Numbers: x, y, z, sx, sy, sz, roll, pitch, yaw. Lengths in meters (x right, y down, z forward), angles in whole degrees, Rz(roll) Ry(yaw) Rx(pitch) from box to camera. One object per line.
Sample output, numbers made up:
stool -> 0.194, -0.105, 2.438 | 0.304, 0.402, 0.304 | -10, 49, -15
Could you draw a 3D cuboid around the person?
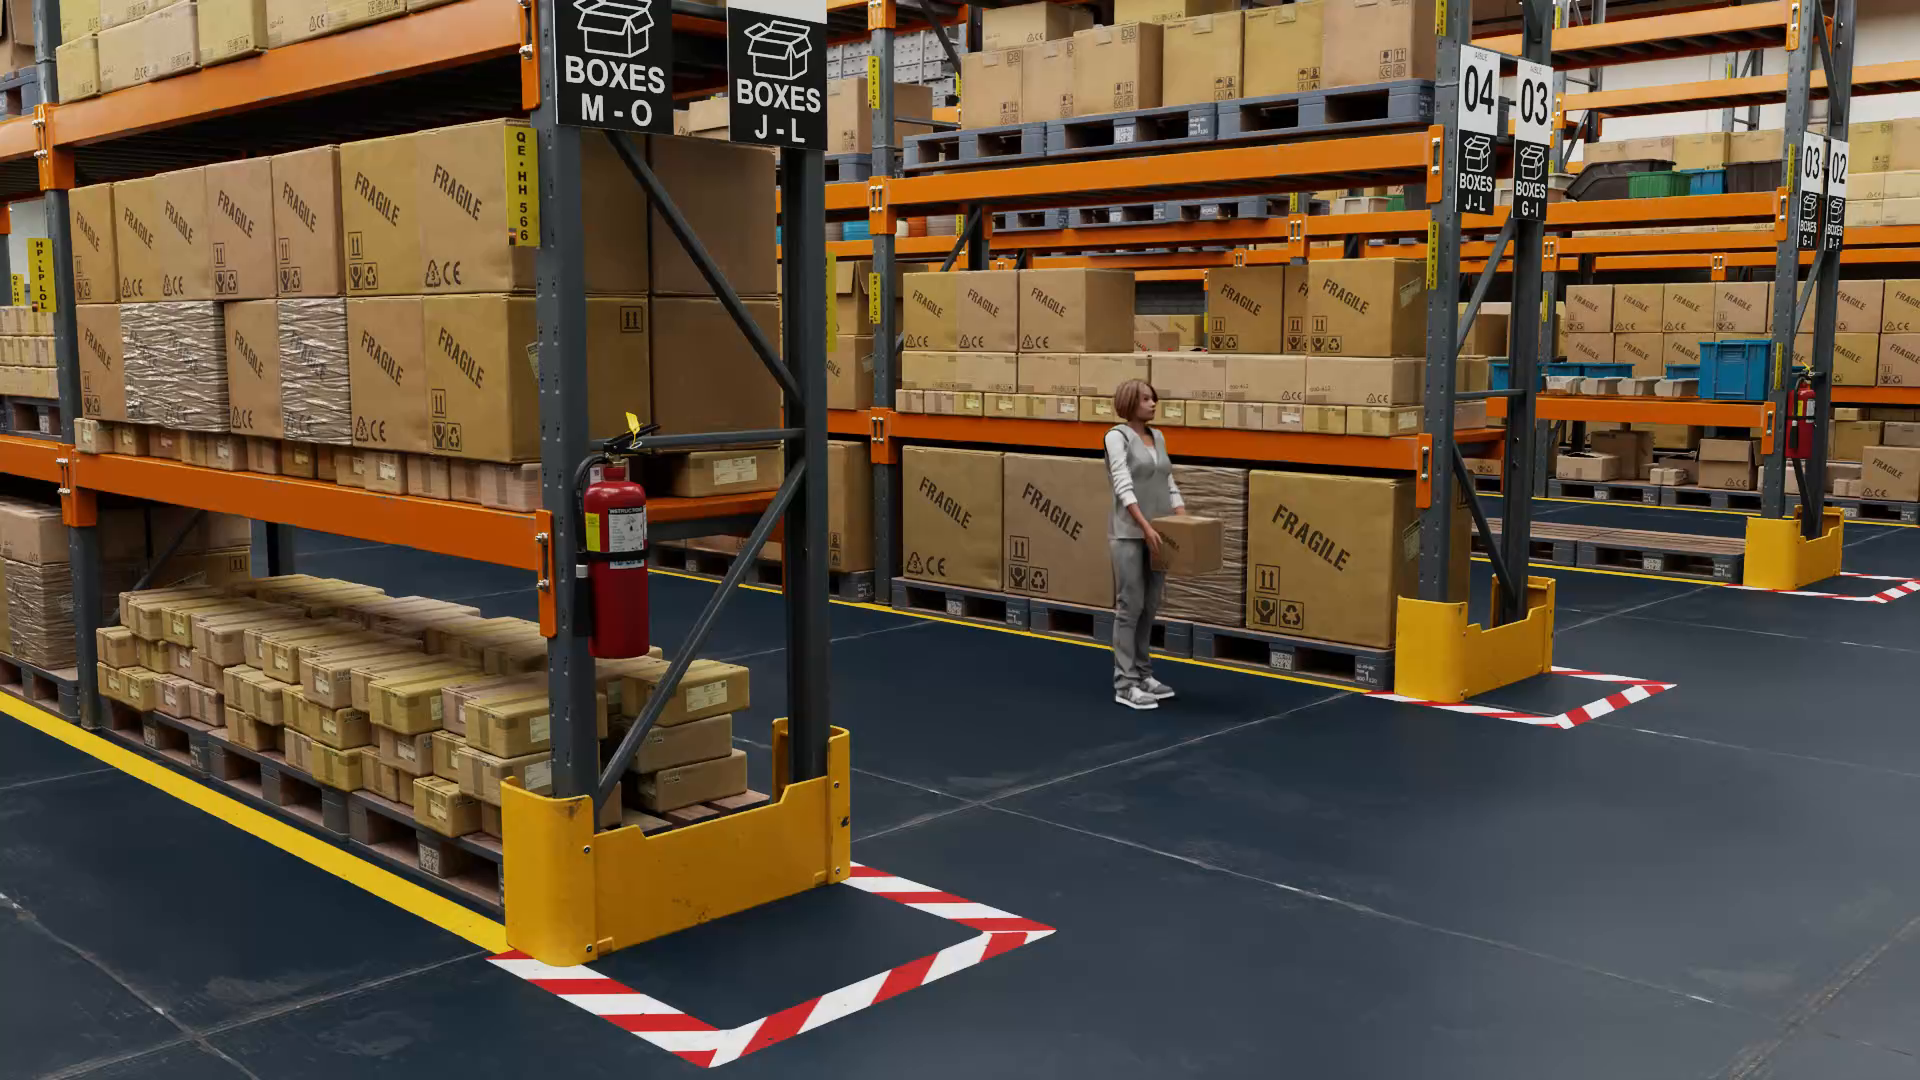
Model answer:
person -> 0.933, 0.005, 8.225 | 0.451, 1.601, 0.437 | -7, 10, -43
